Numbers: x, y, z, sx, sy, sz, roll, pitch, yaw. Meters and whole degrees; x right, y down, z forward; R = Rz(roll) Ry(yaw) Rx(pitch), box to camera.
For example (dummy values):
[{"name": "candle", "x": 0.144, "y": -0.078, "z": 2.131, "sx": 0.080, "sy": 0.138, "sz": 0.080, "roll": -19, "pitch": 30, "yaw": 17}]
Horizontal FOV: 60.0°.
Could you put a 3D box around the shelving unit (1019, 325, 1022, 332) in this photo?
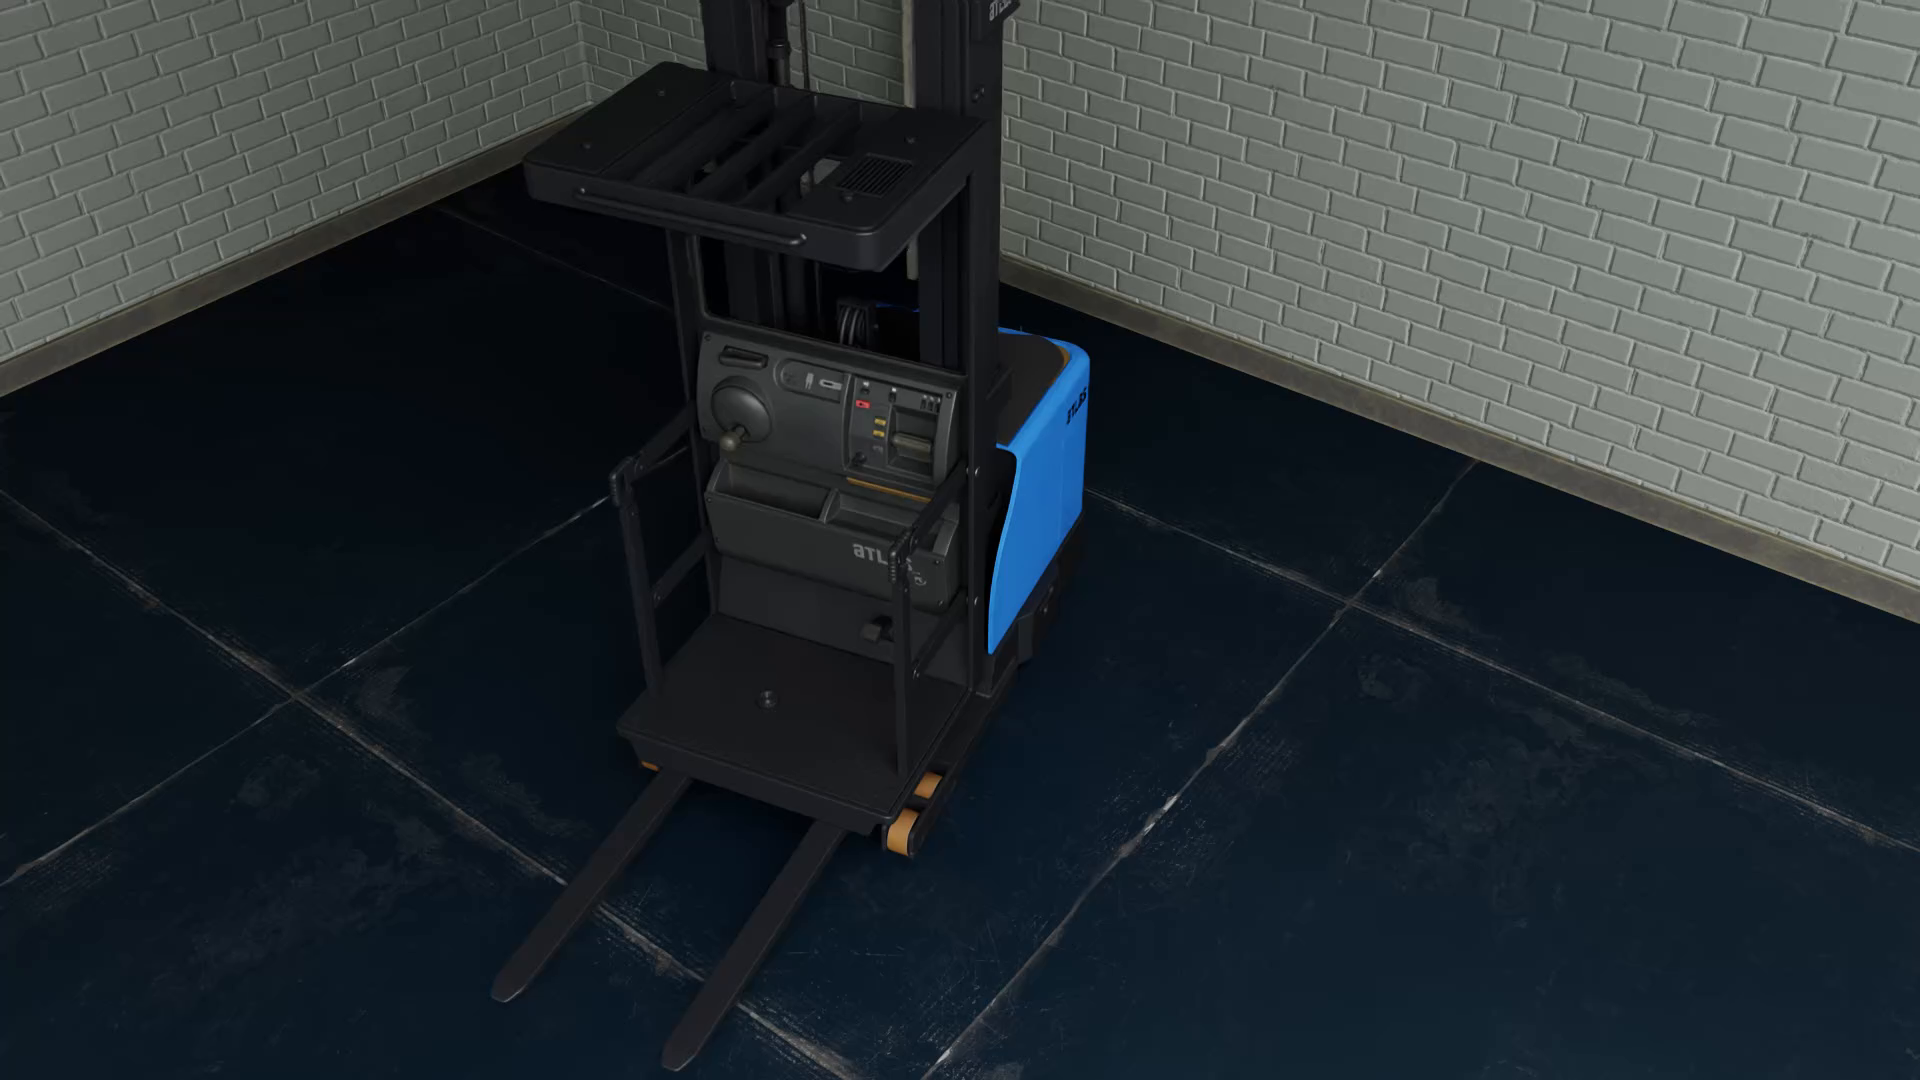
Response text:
[{"name": "shelving unit", "x": 0.116, "y": -0.497, "z": 7.154, "sx": 0.210, "sy": 0.900, "sz": 0.258, "roll": 15, "pitch": 40, "yaw": 18}]

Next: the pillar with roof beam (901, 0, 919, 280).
[{"name": "pillar with roof beam", "x": -2.657, "y": -2.873, "z": 3.620, "sx": 0.400, "sy": 9.000, "sz": 9.100, "roll": 25, "pitch": 45, "yaw": 29}]

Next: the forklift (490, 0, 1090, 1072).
[{"name": "forklift", "x": -0.532, "y": -0.352, "z": 5.322, "sx": 1.130, "sy": 2.935, "sz": 3.031, "roll": 15, "pitch": 41, "yaw": 18}]

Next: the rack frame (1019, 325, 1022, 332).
[{"name": "rack frame", "x": 0.209, "y": -0.472, "z": 7.122, "sx": 0.006, "sy": 0.900, "sz": 0.240, "roll": 15, "pitch": 40, "yaw": 18}]
